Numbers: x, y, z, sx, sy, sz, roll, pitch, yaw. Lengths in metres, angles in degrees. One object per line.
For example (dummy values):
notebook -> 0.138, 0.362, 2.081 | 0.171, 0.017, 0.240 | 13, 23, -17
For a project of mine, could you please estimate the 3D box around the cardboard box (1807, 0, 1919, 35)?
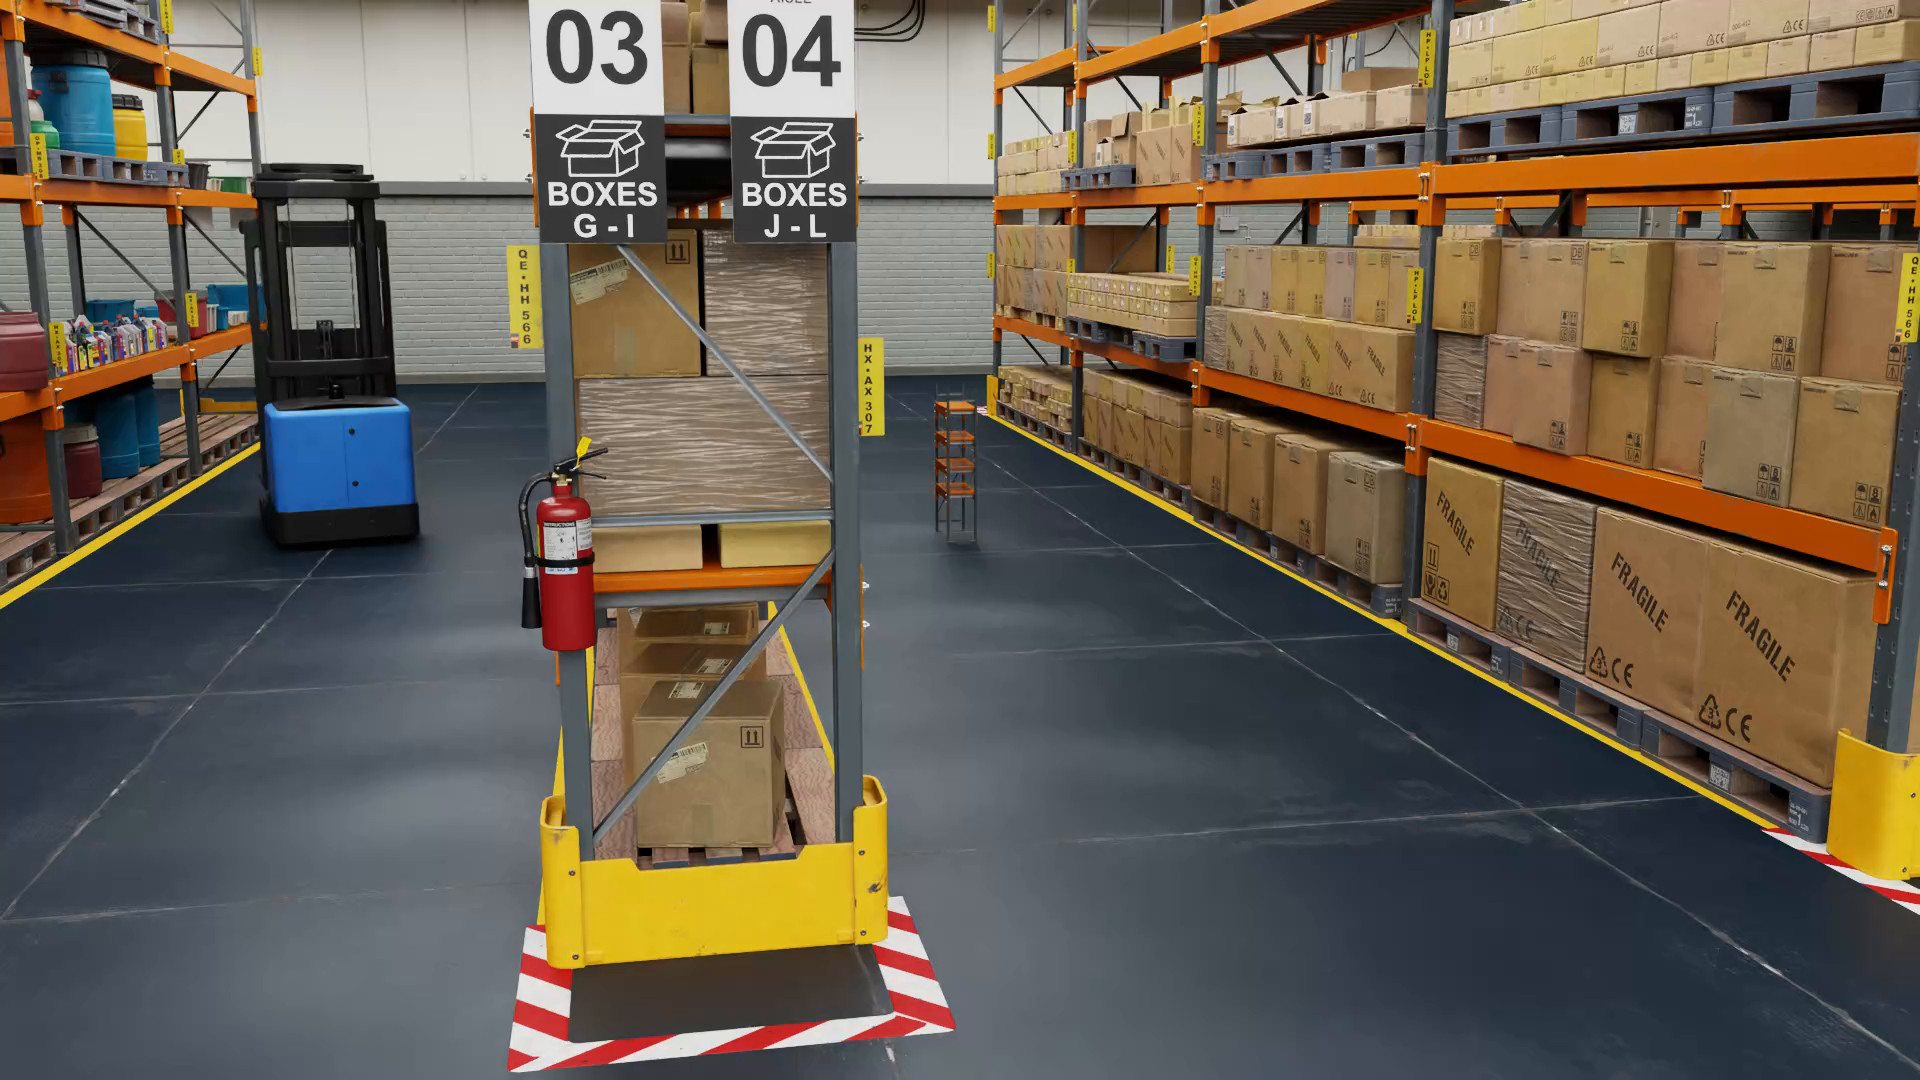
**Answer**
cardboard box -> 3.680, -2.108, 6.441 | 0.500, 0.250, 0.500 | -2, 11, -10

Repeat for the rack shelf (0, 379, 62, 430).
rack shelf -> -6.861, -0.632, 10.418 | 1.077, 0.370, 4.000 | -2, 11, -11

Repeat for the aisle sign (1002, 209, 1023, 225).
aisle sign -> 0.629, -4.441, 21.554 | 0.394, 0.787, 0.004 | -2, 11, -11

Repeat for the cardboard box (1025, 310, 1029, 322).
cardboard box -> 1.003, -2.731, 20.193 | 0.380, 0.149, 0.250 | -2, 11, -12

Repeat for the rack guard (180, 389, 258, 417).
rack guard -> -8.823, -1.595, 20.242 | 1.175, 0.500, 0.348 | -2, 11, -11

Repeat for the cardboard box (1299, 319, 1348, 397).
cardboard box -> 2.711, -1.281, 11.637 | 0.500, 0.500, 0.500 | -2, 11, -10

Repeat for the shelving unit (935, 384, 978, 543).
shelving unit -> -0.032, -0.620, 13.244 | 0.258, 1.200, 0.503 | -2, 11, -11

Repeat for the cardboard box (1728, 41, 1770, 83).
cardboard box -> 3.505, -2.021, 7.050 | 0.380, 0.149, 0.250 | -2, 11, -10

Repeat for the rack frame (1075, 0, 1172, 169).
rack frame -> 1.716, -5.375, 17.368 | 1.000, 3.000, 0.127 | -2, 11, -11

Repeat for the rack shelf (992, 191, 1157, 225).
rack shelf -> 1.327, -3.915, 19.643 | 1.077, 0.370, 4.000 | -2, 11, -11

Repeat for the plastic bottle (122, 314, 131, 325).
plastic bottle -> -7.669, -1.900, 15.287 | 0.144, 0.351, 0.185 | -2, 11, -11

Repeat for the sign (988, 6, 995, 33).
sign -> 0.405, -6.587, 21.025 | 0.100, 0.325, 0.005 | -2, 11, -11

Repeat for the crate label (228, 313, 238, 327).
crate label -> -8.349, -2.473, 18.709 | 0.396, 0.136, 0.243 | -2, 11, -11

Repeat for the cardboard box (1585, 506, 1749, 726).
cardboard box -> 3.680, 0.327, 8.014 | 0.875, 0.875, 0.875 | -2, 11, -12

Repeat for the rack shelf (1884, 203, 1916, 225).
rack shelf -> 11.809, -3.561, 17.784 | 1.077, 0.370, 4.000 | -2, 11, -11

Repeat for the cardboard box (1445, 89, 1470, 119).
cardboard box -> 3.009, -2.487, 9.499 | 0.380, 0.149, 0.250 | -2, 11, -12

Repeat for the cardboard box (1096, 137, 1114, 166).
cardboard box -> 1.681, -3.895, 16.730 | 0.500, 0.311, 0.500 | -2, 11, -12

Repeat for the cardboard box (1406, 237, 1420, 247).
cardboard box -> 5.900, -3.522, 20.736 | 0.500, 0.500, 0.500 | -2, 11, -11

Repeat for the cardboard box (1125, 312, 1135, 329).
cardboard box -> 1.751, -2.039, 15.434 | 0.380, 0.149, 0.250 | -3, 11, -14

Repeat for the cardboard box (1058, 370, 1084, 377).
cardboard box -> 1.445, -2.031, 20.754 | 0.380, 0.149, 0.250 | -3, 11, -13

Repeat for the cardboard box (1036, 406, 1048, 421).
cardboard box -> 1.104, -1.483, 19.467 | 0.380, 0.149, 0.250 | -2, 11, -11

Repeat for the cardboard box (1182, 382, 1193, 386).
cardboard box -> 2.415, -1.360, 15.878 | 0.500, 0.250, 0.500 | -2, 11, -11

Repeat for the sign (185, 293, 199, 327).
sign -> -7.488, -2.241, 16.210 | 0.100, 0.325, 0.005 | -2, 11, -11

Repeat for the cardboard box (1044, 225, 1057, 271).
cardboard box -> 1.253, -3.285, 18.697 | 0.500, 0.500, 0.500 | -2, 11, -13

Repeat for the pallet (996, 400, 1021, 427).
pallet -> 1.076, -1.627, 21.182 | 1.003, 0.211, 1.213 | -2, 11, -11

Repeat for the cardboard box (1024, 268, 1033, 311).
cardboard box -> 1.071, -2.983, 19.786 | 0.500, 0.500, 0.500 | -2, 11, -12

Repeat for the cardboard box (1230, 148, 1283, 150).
cardboard box -> 2.402, -3.233, 13.417 | 0.380, 0.149, 0.250 | -3, 11, -13

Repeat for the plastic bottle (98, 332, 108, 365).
plastic bottle -> -7.237, -1.614, 13.999 | 0.097, 0.271, 0.097 | 0, 11, 0

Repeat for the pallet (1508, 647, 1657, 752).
pallet -> 3.583, 0.776, 8.556 | 1.003, 0.211, 1.213 | -2, 11, -11

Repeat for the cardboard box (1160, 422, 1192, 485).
cardboard box -> 2.109, -0.784, 14.854 | 0.500, 0.500, 0.500 | -2, 11, -11

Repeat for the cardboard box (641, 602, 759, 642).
cardboard box -> -1.258, 0.514, 8.038 | 0.500, 0.500, 0.500 | -3, 11, -16

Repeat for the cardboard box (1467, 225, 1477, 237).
cardboard box -> 6.196, -3.629, 19.562 | 0.380, 0.149, 0.250 | -2, 11, -11

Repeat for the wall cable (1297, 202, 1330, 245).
wall cable -> 6.043, -4.946, 28.443 | 0.588, 1.984, 0.122 | -2, 11, -11

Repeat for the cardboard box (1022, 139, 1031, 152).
cardboard box -> 0.949, -4.695, 19.818 | 0.380, 0.149, 0.250 | -2, 11, -9

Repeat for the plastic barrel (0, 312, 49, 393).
plastic barrel -> -6.862, -1.345, 11.876 | 0.600, 0.536, 0.708 | -2, 11, -11

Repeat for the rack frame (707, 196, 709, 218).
rack frame -> -2.391, -1.532, 13.225 | 1.000, 3.000, 0.127 | -2, 11, -11

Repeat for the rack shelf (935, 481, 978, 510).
rack shelf -> -0.032, -0.359, 13.294 | 0.258, 0.148, 0.480 | -2, 11, -11

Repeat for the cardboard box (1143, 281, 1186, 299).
cardboard box -> 1.851, -2.237, 14.883 | 0.380, 0.149, 0.250 | -2, 11, -9

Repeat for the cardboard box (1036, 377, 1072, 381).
cardboard box -> 1.124, -1.868, 19.897 | 0.380, 0.149, 0.250 | -2, 11, -11

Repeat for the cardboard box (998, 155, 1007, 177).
cardboard box -> 0.770, -4.715, 20.988 | 0.500, 0.250, 0.500 | -2, 11, -10

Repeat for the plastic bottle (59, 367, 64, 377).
plastic bottle -> -7.013, -1.402, 12.886 | 0.097, 0.271, 0.097 | 0, 11, 0

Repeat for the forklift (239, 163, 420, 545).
forklift -> -5.352, -1.633, 13.938 | 1.130, 2.935, 3.031 | -5, 12, -25

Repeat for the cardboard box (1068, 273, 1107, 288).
cardboard box -> 1.341, -2.714, 17.390 | 0.380, 0.149, 0.250 | -2, 11, -8

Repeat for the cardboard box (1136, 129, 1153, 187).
cardboard box -> 1.930, -3.495, 15.249 | 0.500, 0.500, 0.500 | -2, 11, -11

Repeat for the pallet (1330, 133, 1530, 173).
pallet -> 3.045, -2.506, 10.832 | 0.805, 0.209, 1.217 | -3, 11, -13

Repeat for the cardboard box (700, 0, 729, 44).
cardboard box -> -0.662, -1.720, 5.522 | 0.380, 0.149, 0.250 | -2, 11, -11

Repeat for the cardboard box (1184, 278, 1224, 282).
cardboard box -> 2.337, -2.402, 15.752 | 0.380, 0.149, 0.250 | -2, 11, -9

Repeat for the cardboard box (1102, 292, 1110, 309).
cardboard box -> 1.601, -2.327, 16.155 | 0.380, 0.149, 0.250 | -2, 11, -12

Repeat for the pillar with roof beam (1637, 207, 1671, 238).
pillar with roof beam -> 6.779, -6.859, 25.166 | 9.100, 9.000, 0.400 | -2, 11, -11

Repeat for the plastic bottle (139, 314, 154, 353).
plastic bottle -> -7.528, -1.905, 15.314 | 0.144, 0.351, 0.185 | -2, 11, -11

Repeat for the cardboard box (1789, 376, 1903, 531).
cardboard box -> 3.933, -0.367, 6.701 | 0.875, 0.550, 0.550 | -2, 11, -11
